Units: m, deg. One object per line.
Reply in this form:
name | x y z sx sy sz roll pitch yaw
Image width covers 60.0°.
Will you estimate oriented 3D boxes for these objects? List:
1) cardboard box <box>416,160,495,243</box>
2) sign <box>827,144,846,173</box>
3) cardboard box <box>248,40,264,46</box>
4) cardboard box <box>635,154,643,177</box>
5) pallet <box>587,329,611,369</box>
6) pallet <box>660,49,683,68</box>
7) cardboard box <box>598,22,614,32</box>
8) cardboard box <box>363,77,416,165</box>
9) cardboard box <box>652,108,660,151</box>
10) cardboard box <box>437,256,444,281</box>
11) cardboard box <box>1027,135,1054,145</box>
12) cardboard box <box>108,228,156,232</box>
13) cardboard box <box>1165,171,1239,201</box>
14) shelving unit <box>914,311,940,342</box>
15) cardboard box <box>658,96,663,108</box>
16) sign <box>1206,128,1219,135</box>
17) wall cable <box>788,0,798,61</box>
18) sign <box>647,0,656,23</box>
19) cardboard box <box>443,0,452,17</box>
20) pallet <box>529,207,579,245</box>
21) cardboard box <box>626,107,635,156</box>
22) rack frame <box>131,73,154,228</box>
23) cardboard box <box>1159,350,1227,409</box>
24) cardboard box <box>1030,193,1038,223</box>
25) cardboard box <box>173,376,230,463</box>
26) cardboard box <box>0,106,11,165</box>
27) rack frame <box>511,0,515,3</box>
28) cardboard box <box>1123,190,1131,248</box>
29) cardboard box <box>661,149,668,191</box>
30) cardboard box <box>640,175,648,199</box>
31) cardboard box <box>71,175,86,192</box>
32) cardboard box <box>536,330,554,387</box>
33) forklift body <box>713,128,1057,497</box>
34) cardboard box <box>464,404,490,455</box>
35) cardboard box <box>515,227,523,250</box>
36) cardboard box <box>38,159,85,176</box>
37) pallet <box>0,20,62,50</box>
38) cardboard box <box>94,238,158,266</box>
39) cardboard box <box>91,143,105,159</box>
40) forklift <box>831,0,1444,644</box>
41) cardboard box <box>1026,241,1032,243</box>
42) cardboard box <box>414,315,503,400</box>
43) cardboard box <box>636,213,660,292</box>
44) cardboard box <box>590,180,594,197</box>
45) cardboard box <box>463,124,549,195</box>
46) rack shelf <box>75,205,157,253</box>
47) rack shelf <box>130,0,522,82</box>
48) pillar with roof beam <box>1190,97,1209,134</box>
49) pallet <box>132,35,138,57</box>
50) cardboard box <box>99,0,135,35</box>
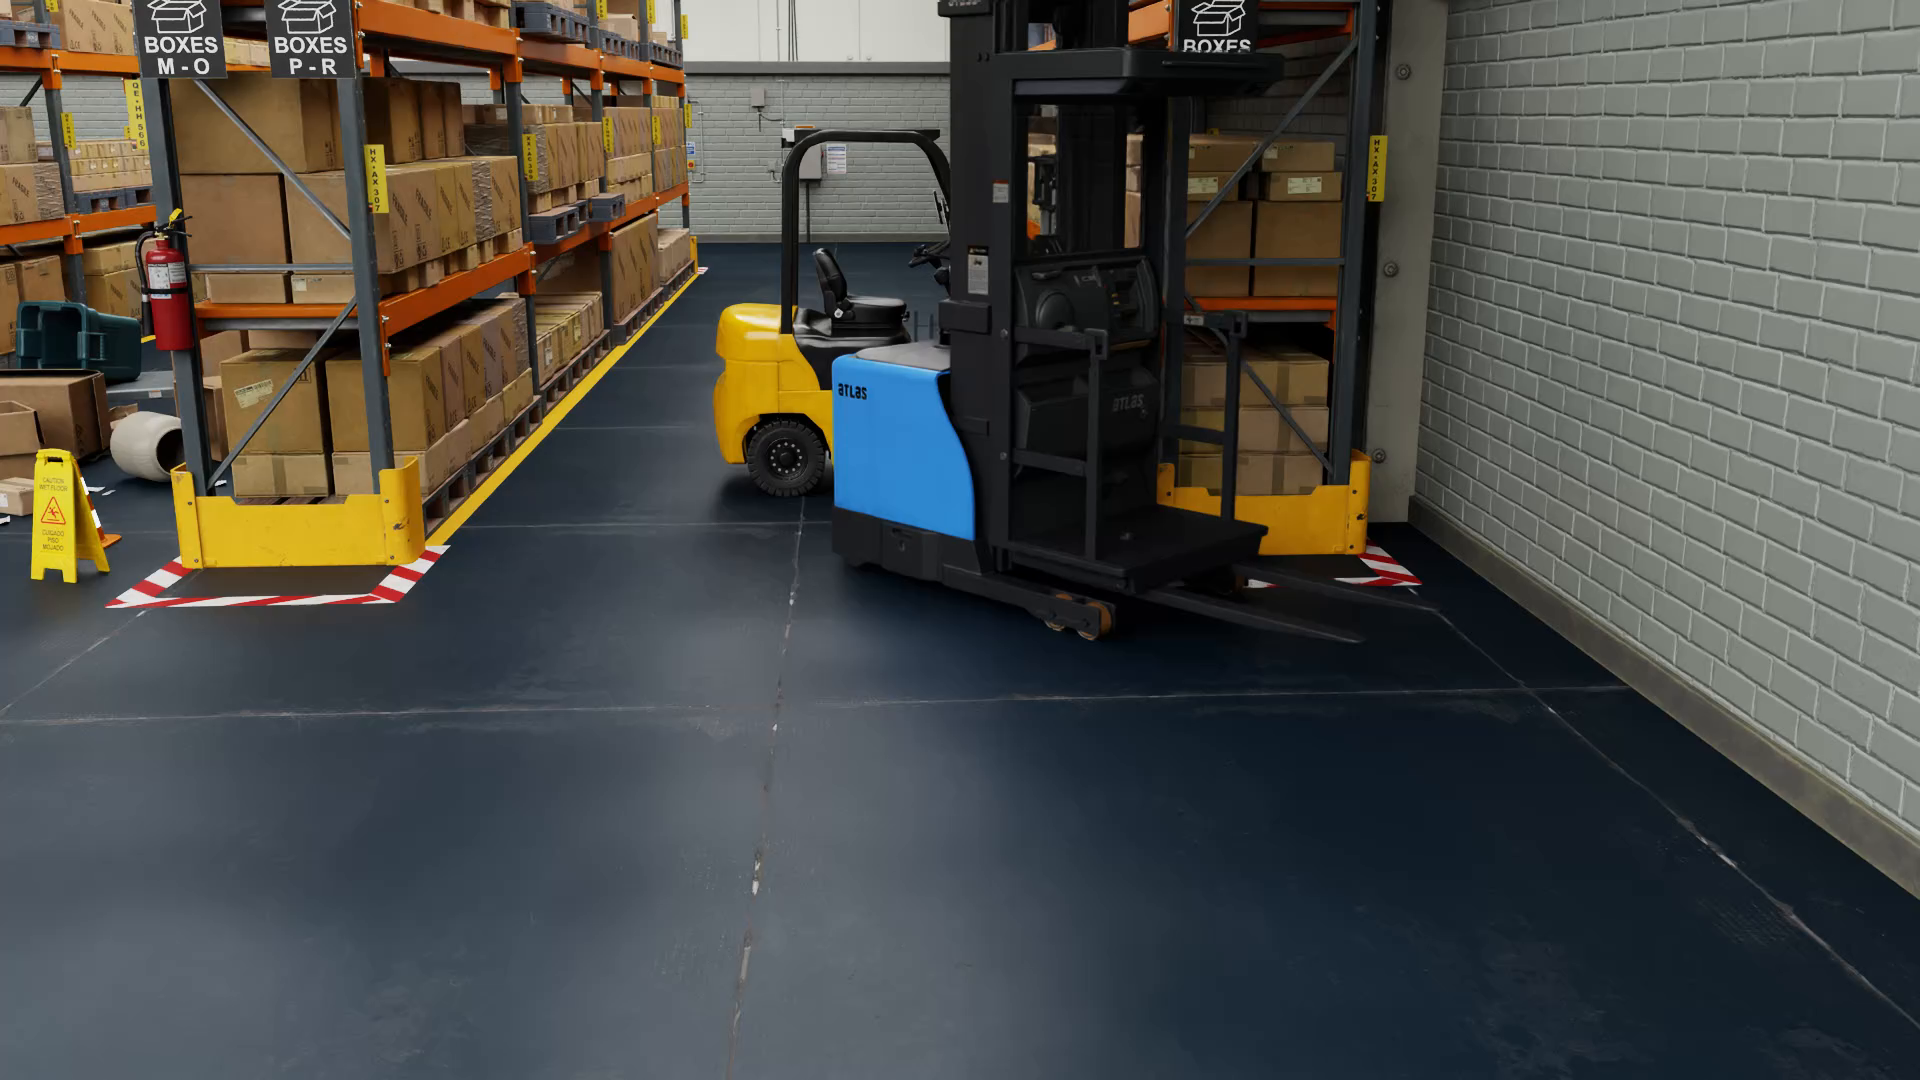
cardboard box | -3.298 -2.164 10.618 0.500 0.500 0.500 0 14 -2
sign | -2.180 -6.730 29.356 0.329 0.494 0.001 -1 14 -3
cardboard box | -8.913 -6.218 20.450 0.500 0.250 0.500 -1 14 -2
cardboard box | -3.799 -4.135 18.375 0.500 0.250 0.500 -1 14 -2
pallet | -3.850 -1.785 15.539 1.003 0.211 1.213 -1 14 -3
pallet | -4.337 -6.545 22.601 1.003 0.211 1.213 -1 14 -3
cardboard box | -3.878 -5.399 17.598 0.380 0.166 0.250 0 14 1
cardboard box | -3.702 -2.518 9.988 0.700 0.500 0.500 -1 14 -4
cardboard box | -3.933 -4.979 20.151 0.500 0.500 0.500 -1 14 -3
cardboard box | -3.201 -1.563 9.587 0.380 0.149 0.250 -1 14 -2
cardboard box | 0.771 -4.064 17.750 0.797 0.503 0.637 -1 14 -5
cardboard box | -9.297 -3.391 18.855 0.500 0.250 0.500 -2 15 -6
cardboard box | 1.251 -1.862 8.741 0.380 0.149 0.250 -1 14 -3
shelving unit | -0.110 -0.650 9.135 0.258 1.200 0.189 -6 16 -28
cardboard box | -3.937 -5.509 20.910 0.380 0.149 0.250 -1 14 -5
sign | 1.858 -2.879 12.299 0.100 0.325 0.005 -1 14 -3
wall cable | -1.493 -9.698 28.582 2.988 3.039 0.133 -1 14 -3
sign | -3.604 -6.191 19.378 0.100 0.325 0.005 -1 14 -3
cardboard box | -3.344 -3.270 10.200 0.380 0.149 0.250 -1 14 -2
pallet | -3.552 -2.434 12.852 1.003 0.211 1.213 -1 14 -3
cardboard box | -3.769 -4.366 17.769 0.500 0.500 0.500 -1 14 -3
rack frame | -9.079 -4.223 19.419 1.000 3.000 0.127 -1 14 -3
cardboard box | 1.212 -0.883 9.108 0.500 0.250 0.500 0 14 -2
cardboard box | 0.905 -2.967 14.840 0.500 0.250 0.500 -1 14 -5
cardboard box | -4.941 -0.838 11.275 0.500 0.500 0.500 10 18 35
cardboard box | -8.781 -3.523 14.492 0.700 0.500 0.500 -1 14 -4
rack frame | -3.650 -5.240 11.333 1.000 3.000 0.127 -1 14 -3
cardboard box | 1.205 -1.841 9.961 0.500 0.500 0.500 -1 14 -4
cardboard box | -3.940 -4.619 20.757 0.500 0.500 0.500 -1 14 -3
cardboard box | -3.835 -4.017 18.921 0.500 0.250 0.500 -1 14 -4
cardboard box | -8.658 -3.424 15.976 0.380 0.149 0.250 -1 14 -4
cardboard box | -3.685 -1.396 12.863 0.950 0.372 0.625 -1 14 -3
forklift body | -0.386 -1.450 10.345 2.313 2.155 1.214 -1 14 -3
cardboard box | -3.246 -0.679 10.322 0.500 0.250 0.500 0 14 0
cardboard box | -3.325 -2.138 11.820 0.380 0.149 0.250 -1 14 -4
cardboard box | -8.661 -3.577 15.974 0.380 0.149 0.250 0 14 -1
pallet | -8.739 -4.430 14.583 1.213 0.211 1.003 0 14 -1
cardboard box | -8.682 -3.009 17.369 0.500 0.250 0.500 -1 14 -3
cardboard box | -8.697 -3.844 16.413 0.380 0.149 0.250 -1 14 -4
forklift | 0.741 -1.125 7.516 3.031 2.935 1.130 14 20 43
cardboard box | 0.755 -3.225 18.413 0.380 0.149 0.250 -1 14 -3
cardboard box | -3.279 -1.173 10.737 0.500 0.500 0.500 0 14 0
cardboard box | -4.027 -3.346 19.432 0.875 0.875 0.875 0 14 -2
cardboard box | -3.485 -3.143 14.884 0.380 0.149 0.250 -2 15 -6
cardboard box | -3.392 -2.852 12.449 0.500 0.500 0.500 -1 14 -2
rack shelf | -8.956 -3.377 17.575 1.077 0.370 4.000 -1 14 -3
rack shelf | -3.526 -2.942 9.864 1.077 0.370 4.000 -1 14 -3
pillar with roof beam | -2.260 -5.936 14.037 9.100 9.000 0.400 -1 14 -3
pallet | -9.080 -5.171 17.463 1.213 0.211 1.003 -1 14 -3
cardboard box | -9.115 -5.543 17.479 0.797 0.503 0.637 -1 14 -4
